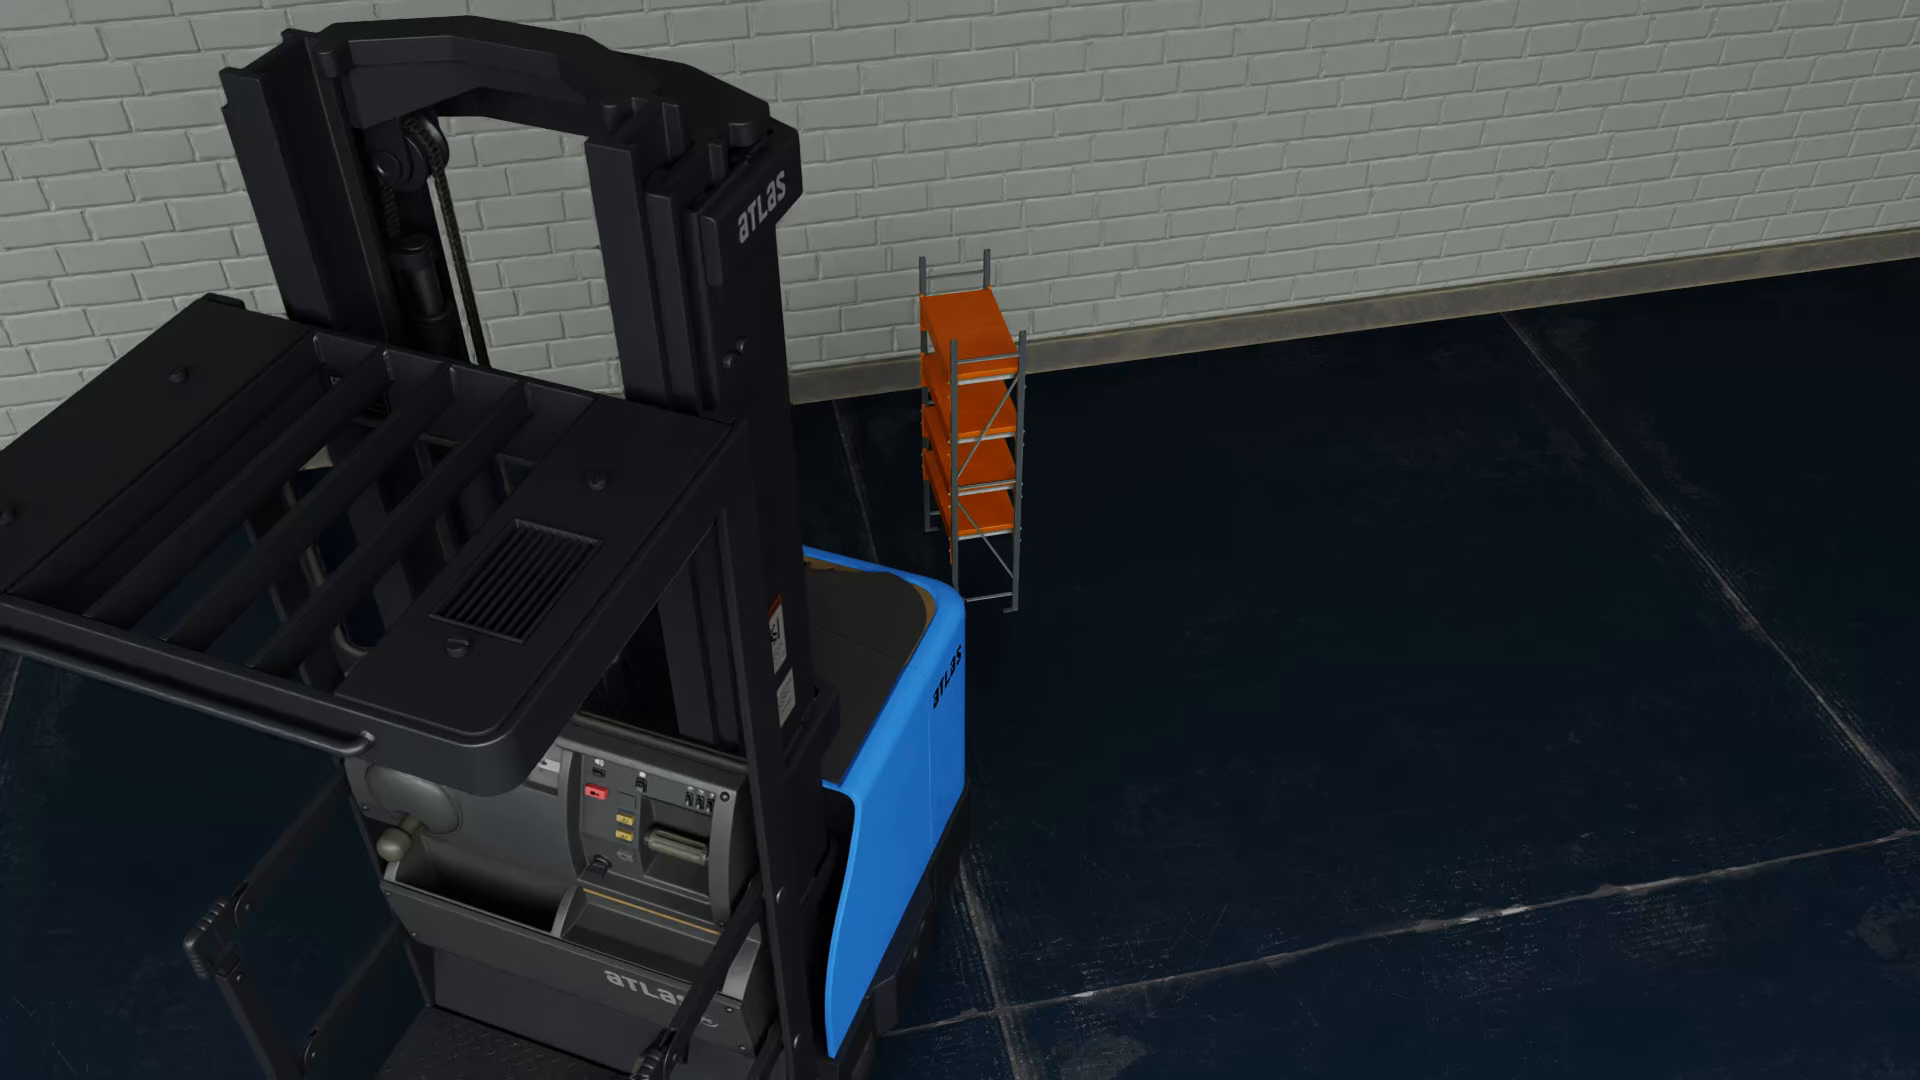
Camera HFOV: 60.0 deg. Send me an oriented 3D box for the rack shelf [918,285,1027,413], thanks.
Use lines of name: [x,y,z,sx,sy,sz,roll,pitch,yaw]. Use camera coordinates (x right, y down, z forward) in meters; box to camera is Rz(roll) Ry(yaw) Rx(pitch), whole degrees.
rack shelf: [0.036,-0.635,5.470,0.258,0.148,0.480,-8,42,-9]

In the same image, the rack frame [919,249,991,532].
rack frame: [-0.017,-0.500,5.909,0.240,1.200,0.015,-8,42,-9]

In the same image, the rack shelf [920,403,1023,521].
rack shelf: [0.036,-0.291,5.775,0.258,0.148,0.480,-8,42,-9]

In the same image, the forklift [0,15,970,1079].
forklift: [-0.962,0.634,3.327,1.130,2.935,3.031,14,43,15]

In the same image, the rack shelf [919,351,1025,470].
rack shelf: [0.036,-0.458,5.627,0.258,0.148,0.480,-8,42,-9]

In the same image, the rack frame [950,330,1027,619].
rack frame: [0.088,-0.183,5.553,0.240,1.200,0.015,-8,42,-9]

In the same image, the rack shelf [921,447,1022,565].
rack shelf: [0.036,-0.143,5.907,0.258,0.148,0.480,-8,42,-9]

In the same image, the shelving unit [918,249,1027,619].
shelving unit: [0.036,-0.341,5.731,0.258,1.200,0.503,-8,42,-9]
